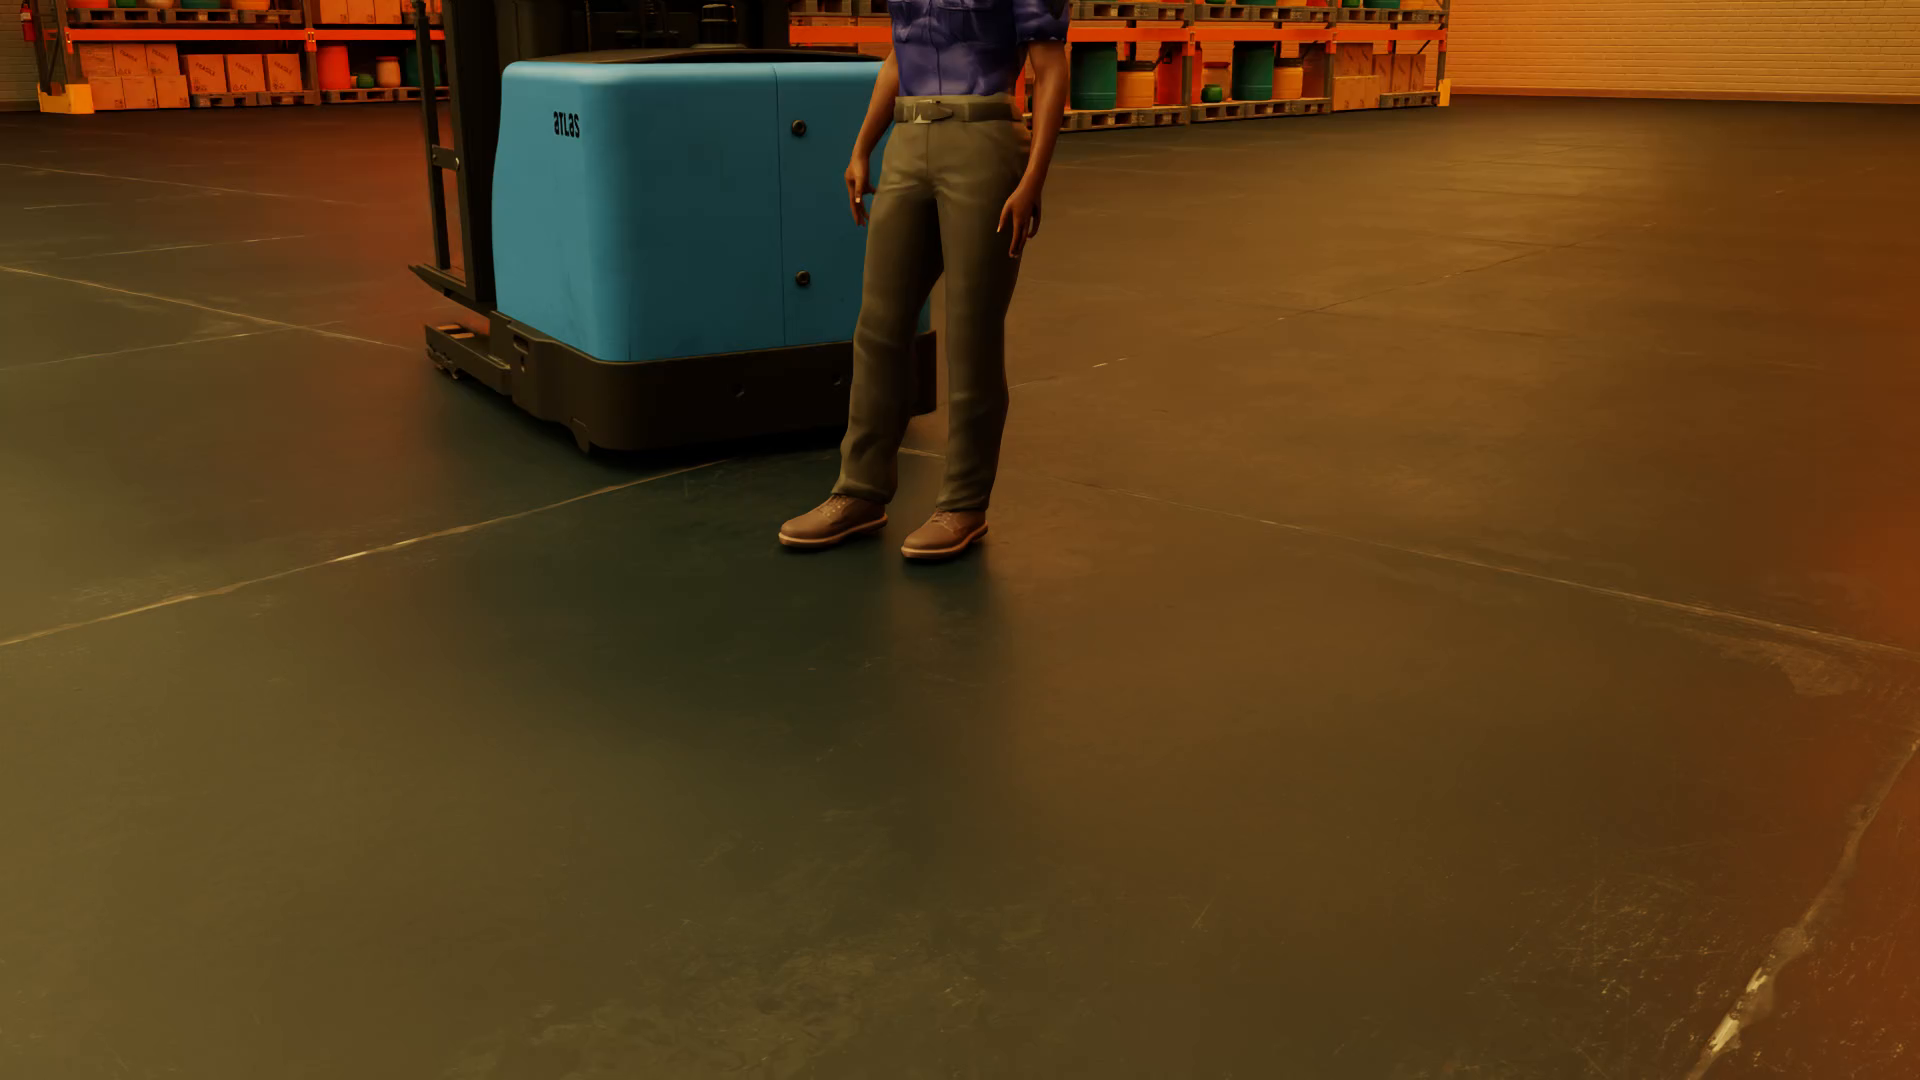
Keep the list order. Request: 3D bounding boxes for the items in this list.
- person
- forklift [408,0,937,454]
[{"bbox_3d":[-0.071,-0.783,3.647,0.569,1.656,0.503,13,21,37],"label":"person"},{"bbox_3d":[-1.253,-2.018,5.543,1.130,2.935,3.031,-10,19,-29],"label":"forklift"}]
